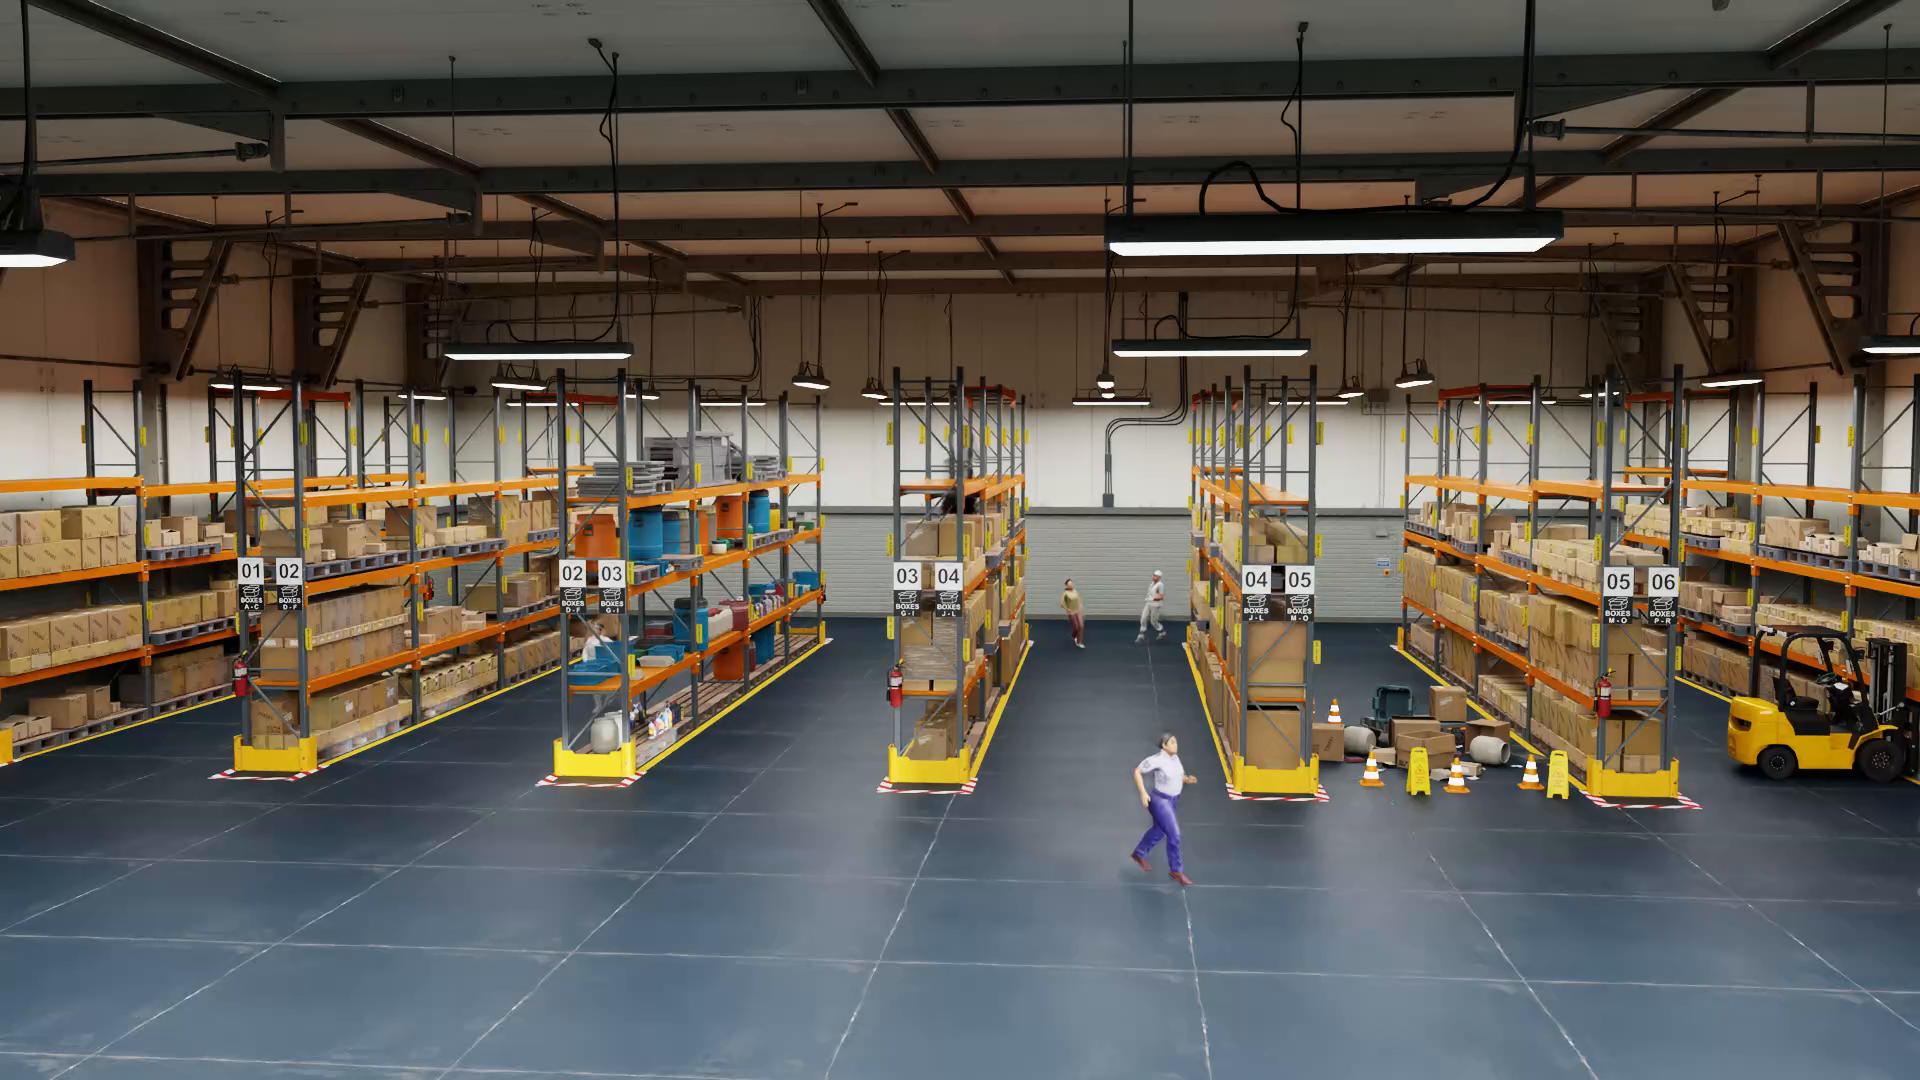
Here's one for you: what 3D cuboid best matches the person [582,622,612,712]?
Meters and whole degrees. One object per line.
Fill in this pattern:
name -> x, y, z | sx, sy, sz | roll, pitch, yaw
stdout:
person -> -6.573, 2.301, 30.270 | 0.653, 1.656, 0.571 | 1, 4, 10

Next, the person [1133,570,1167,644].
person -> 4.661, 1.611, 40.117 | 0.927, 1.769, 0.703 | -2, 4, -27

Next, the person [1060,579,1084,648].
person -> 2.676, 1.751, 39.665 | 0.606, 1.624, 0.588 | -2, 4, -23

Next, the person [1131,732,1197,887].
person -> 2.279, 3.004, 18.765 | 0.855, 1.693, 0.580 | 2, 4, 35
